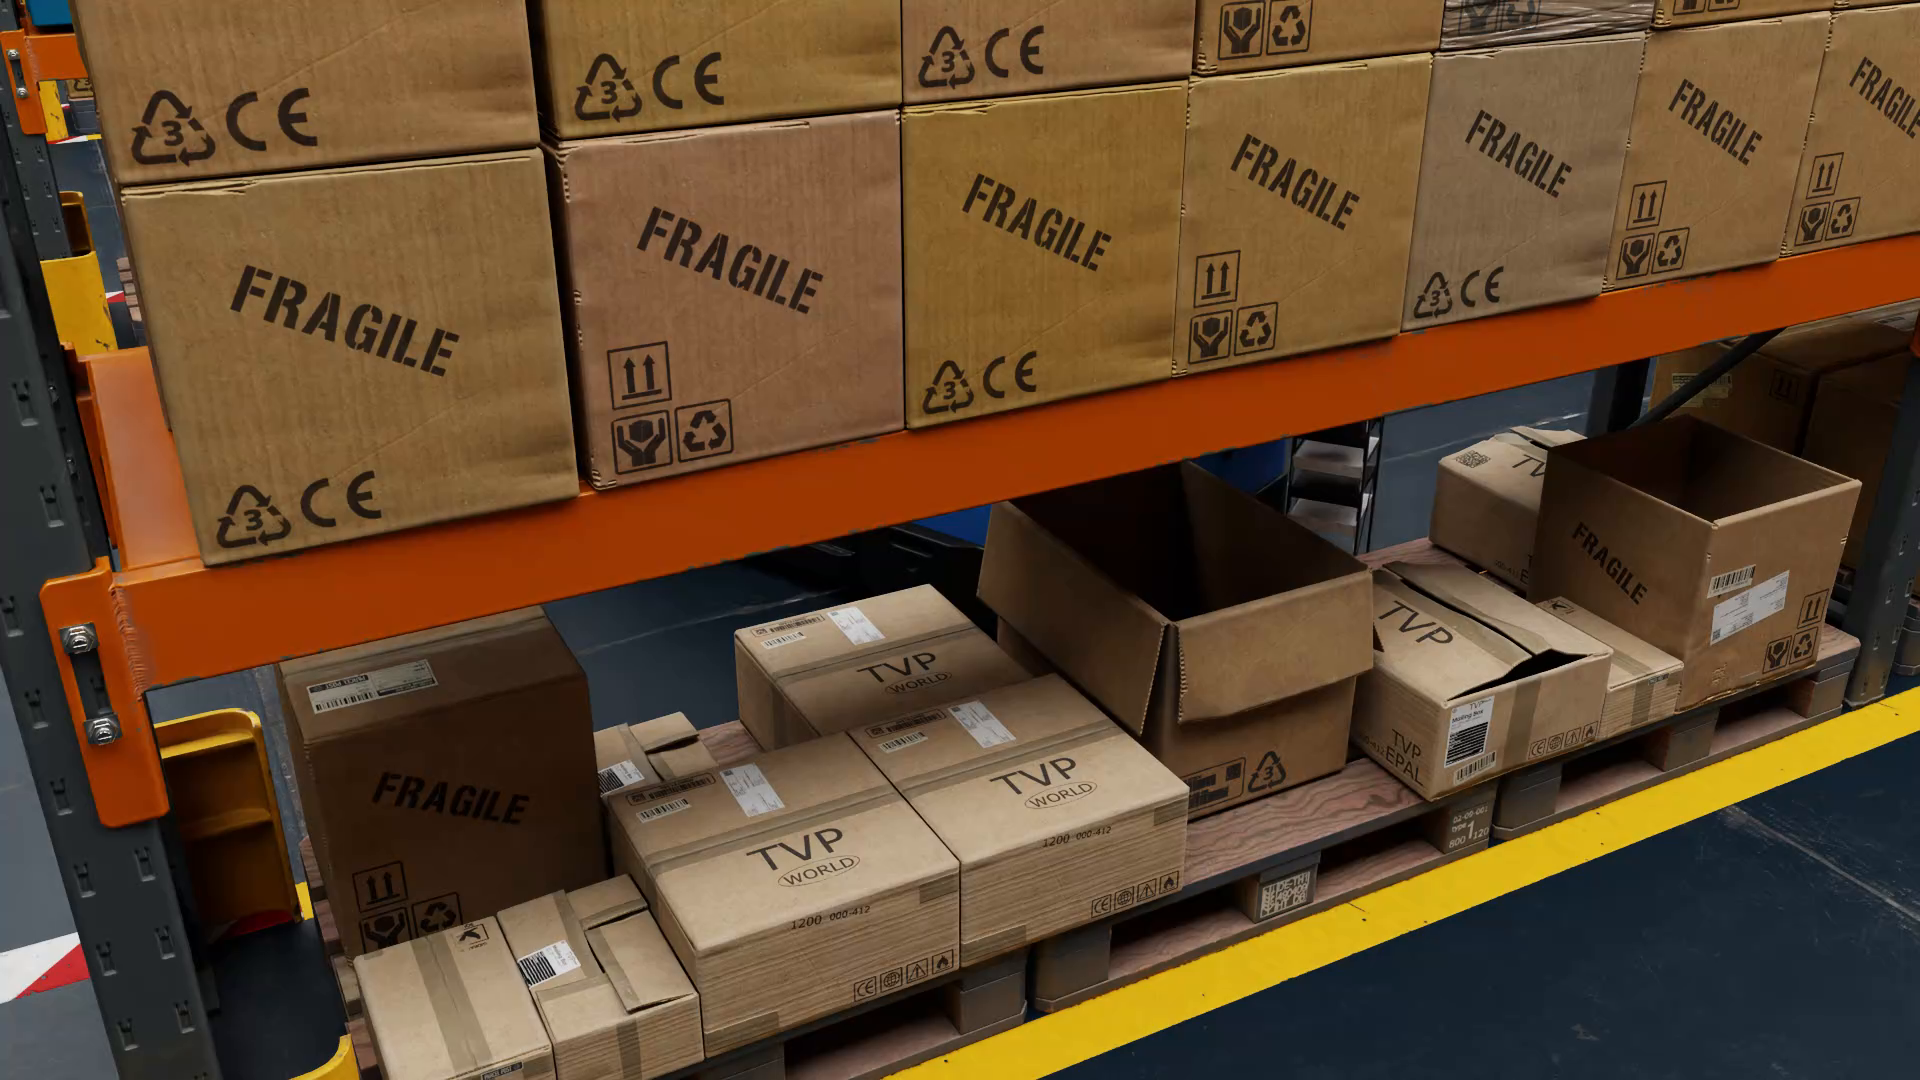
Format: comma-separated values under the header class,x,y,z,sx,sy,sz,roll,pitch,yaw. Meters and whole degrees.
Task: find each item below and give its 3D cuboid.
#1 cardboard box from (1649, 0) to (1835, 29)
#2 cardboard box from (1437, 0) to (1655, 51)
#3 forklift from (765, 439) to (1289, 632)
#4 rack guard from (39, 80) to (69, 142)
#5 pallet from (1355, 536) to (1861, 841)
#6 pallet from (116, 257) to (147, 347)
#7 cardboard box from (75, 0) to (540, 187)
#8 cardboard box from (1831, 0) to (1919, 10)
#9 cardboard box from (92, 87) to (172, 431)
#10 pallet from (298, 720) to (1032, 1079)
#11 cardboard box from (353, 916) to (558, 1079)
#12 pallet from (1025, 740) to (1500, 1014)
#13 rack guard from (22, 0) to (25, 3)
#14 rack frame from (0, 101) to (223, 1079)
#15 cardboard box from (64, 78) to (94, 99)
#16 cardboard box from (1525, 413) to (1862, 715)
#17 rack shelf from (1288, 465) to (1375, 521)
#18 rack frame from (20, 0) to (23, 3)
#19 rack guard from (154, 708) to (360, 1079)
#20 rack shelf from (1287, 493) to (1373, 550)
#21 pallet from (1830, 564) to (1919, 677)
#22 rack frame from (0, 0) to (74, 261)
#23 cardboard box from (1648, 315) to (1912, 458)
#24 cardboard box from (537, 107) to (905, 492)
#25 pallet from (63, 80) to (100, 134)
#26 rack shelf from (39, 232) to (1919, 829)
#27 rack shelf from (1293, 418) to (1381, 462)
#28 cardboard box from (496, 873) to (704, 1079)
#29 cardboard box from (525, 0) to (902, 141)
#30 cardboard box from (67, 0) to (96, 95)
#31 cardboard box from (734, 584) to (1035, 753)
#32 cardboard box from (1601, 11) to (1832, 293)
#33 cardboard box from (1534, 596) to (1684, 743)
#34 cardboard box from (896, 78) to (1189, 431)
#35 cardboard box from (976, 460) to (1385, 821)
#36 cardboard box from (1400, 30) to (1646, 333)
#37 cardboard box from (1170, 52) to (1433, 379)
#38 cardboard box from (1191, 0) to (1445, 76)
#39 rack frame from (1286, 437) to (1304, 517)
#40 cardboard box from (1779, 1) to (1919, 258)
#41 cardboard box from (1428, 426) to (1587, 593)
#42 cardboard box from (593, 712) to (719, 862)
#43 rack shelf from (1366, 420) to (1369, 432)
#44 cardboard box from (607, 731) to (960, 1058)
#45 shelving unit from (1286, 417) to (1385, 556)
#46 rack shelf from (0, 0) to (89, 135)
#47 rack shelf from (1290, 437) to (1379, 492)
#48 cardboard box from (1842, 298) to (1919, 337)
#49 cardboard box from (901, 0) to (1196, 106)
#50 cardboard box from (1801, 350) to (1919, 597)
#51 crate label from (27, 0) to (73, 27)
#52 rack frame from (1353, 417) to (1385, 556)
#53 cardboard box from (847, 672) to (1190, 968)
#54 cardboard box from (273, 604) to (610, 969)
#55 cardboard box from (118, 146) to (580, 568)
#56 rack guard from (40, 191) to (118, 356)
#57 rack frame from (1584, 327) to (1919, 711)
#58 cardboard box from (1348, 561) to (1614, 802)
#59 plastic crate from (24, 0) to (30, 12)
class,x,y,z,sx,sy,sz,roll,pitch,yaw
cardboard box,1.364,-1.299,3.219,0.500,0.500,0.500,-14,29,-26
cardboard box,0.920,-1.197,3.006,0.500,0.500,0.500,-13,28,-25
forklift,-0.497,-1.484,4.954,3.031,2.935,1.130,18,31,33
rack guard,-6.069,-2.948,10.813,0.348,0.500,1.175,-13,29,-25
pallet,1.533,0.286,4.410,1.213,0.211,1.003,-13,29,-25
pallet,-2.972,-1.084,7.265,1.213,0.211,1.003,-13,29,-25
cardboard box,-0.874,-0.781,2.141,0.500,0.500,0.500,-12,28,-24
cardboard box,1.815,-1.404,3.439,0.500,0.500,0.500,-13,28,-25
cardboard box,-1.123,-0.536,2.785,0.500,0.500,0.500,-12,28,-24
pallet,-0.620,0.783,3.375,1.213,0.211,1.003,-13,29,-25
cardboard box,-0.859,0.837,2.827,0.250,0.149,0.380,-13,29,-25
pallet,0.455,0.536,3.889,1.213,0.211,1.003,-13,29,-25
rack guard,-8.226,-4.883,14.843,0.348,0.500,1.175,-13,29,-25
rack frame,-1.390,-0.296,2.401,0.127,3.000,1.000,-13,29,-25
cardboard box,-5.521,-3.472,10.986,0.875,0.875,0.875,-13,29,-25
cardboard box,1.770,0.042,4.076,0.500,0.500,0.500,-13,29,-25
rack shelf,1.081,-0.154,4.816,0.200,0.077,0.258,11,28,22
rack frame,-6.048,-4.080,10.282,0.127,3.000,1.000,-13,29,-25
rack guard,-1.323,0.816,2.974,0.348,0.500,1.175,-13,29,-25
rack shelf,1.081,-0.073,4.855,0.200,0.077,0.258,11,28,22
pallet,2.839,-0.033,5.076,1.213,0.211,1.003,-13,29,-25
rack frame,-3.718,-2.188,6.342,0.127,3.000,1.000,-13,29,-25
cardboard box,2.440,-0.392,4.980,0.500,0.500,0.500,-13,29,-25
cardboard box,-0.422,-0.438,2.580,0.500,0.500,0.500,-13,29,-26
pallet,-5.379,-3.016,11.287,1.213,0.211,1.003,-13,29,-25
rack shelf,0.375,-0.379,3.405,4.000,0.370,1.077,-13,29,-25
rack shelf,1.081,-0.317,4.738,0.200,0.077,0.258,11,28,22
cardboard box,-0.638,0.778,2.929,0.250,0.166,0.380,-13,29,-25
cardboard box,-0.417,-0.891,2.369,0.500,0.500,0.500,-13,28,-25
cardboard box,-1.127,-0.987,2.570,0.500,0.500,0.500,-13,29,-26
cardboard box,-0.174,0.359,3.706,0.500,0.250,0.500,-13,29,-25
cardboard box,1.365,-0.850,3.440,0.500,0.500,0.500,-12,28,-24
cardboard box,1.468,0.300,3.945,0.250,0.149,0.380,-13,29,-25
cardboard box,0.023,-0.539,2.791,0.500,0.500,0.500,-13,29,-25
cardboard box,0.484,0.201,3.741,0.637,0.503,0.797,-13,29,-25
cardboard box,0.913,-0.745,3.220,0.500,0.500,0.500,-12,28,-24
cardboard box,0.464,-0.640,3.002,0.500,0.500,0.500,-13,28,-24
cardboard box,0.475,-1.095,2.793,0.500,0.500,0.500,-13,29,-26
rack frame,0.988,-0.284,4.801,0.006,0.900,0.240,11,28,22
cardboard box,1.819,-0.956,3.660,0.500,0.500,0.500,-12,28,-24
cardboard box,1.667,-0.094,4.578,0.500,0.311,0.500,-13,29,-25
cardboard box,-0.626,0.530,3.445,0.250,0.166,0.380,-13,29,-25
rack shelf,1.081,-0.398,4.700,0.200,0.077,0.258,11,28,22
cardboard box,-0.336,0.641,3.118,0.500,0.250,0.500,-13,29,-25
shelving unit,1.081,-0.265,4.763,0.210,0.900,0.258,11,28,22
rack shelf,-1.953,-2.271,7.346,4.000,0.370,1.077,-13,29,-25
rack shelf,1.081,-0.235,4.777,0.200,0.077,0.258,11,28,22
cardboard box,2.880,-0.489,5.183,0.500,0.500,0.500,-13,29,-25
cardboard box,0.027,-0.991,2.577,0.500,0.500,0.500,-13,28,-24
cardboard box,2.681,-0.187,4.555,0.500,0.500,0.500,-14,29,-27
crate label,-3.345,-2.064,6.208,0.303,0.233,0.416,-13,29,-25
rack frame,1.174,-0.247,4.725,0.006,0.900,0.240,11,28,22
cardboard box,0.106,0.539,3.330,0.500,0.250,0.500,-13,29,-25
cardboard box,-1.026,0.428,3.273,0.500,0.500,0.500,-13,29,-25
cardboard box,-0.874,-0.331,2.357,0.500,0.500,0.500,-12,28,-24
rack guard,-3.733,-1.052,6.863,0.348,0.500,1.175,-13,29,-25
rack frame,2.140,-1.111,4.097,0.127,3.000,1.000,-13,29,-25
cardboard box,1.108,0.280,3.799,0.500,0.311,0.500,-13,29,-25
plastic crate,-3.510,-2.371,6.612,0.499,0.435,0.616,-13,29,-25
